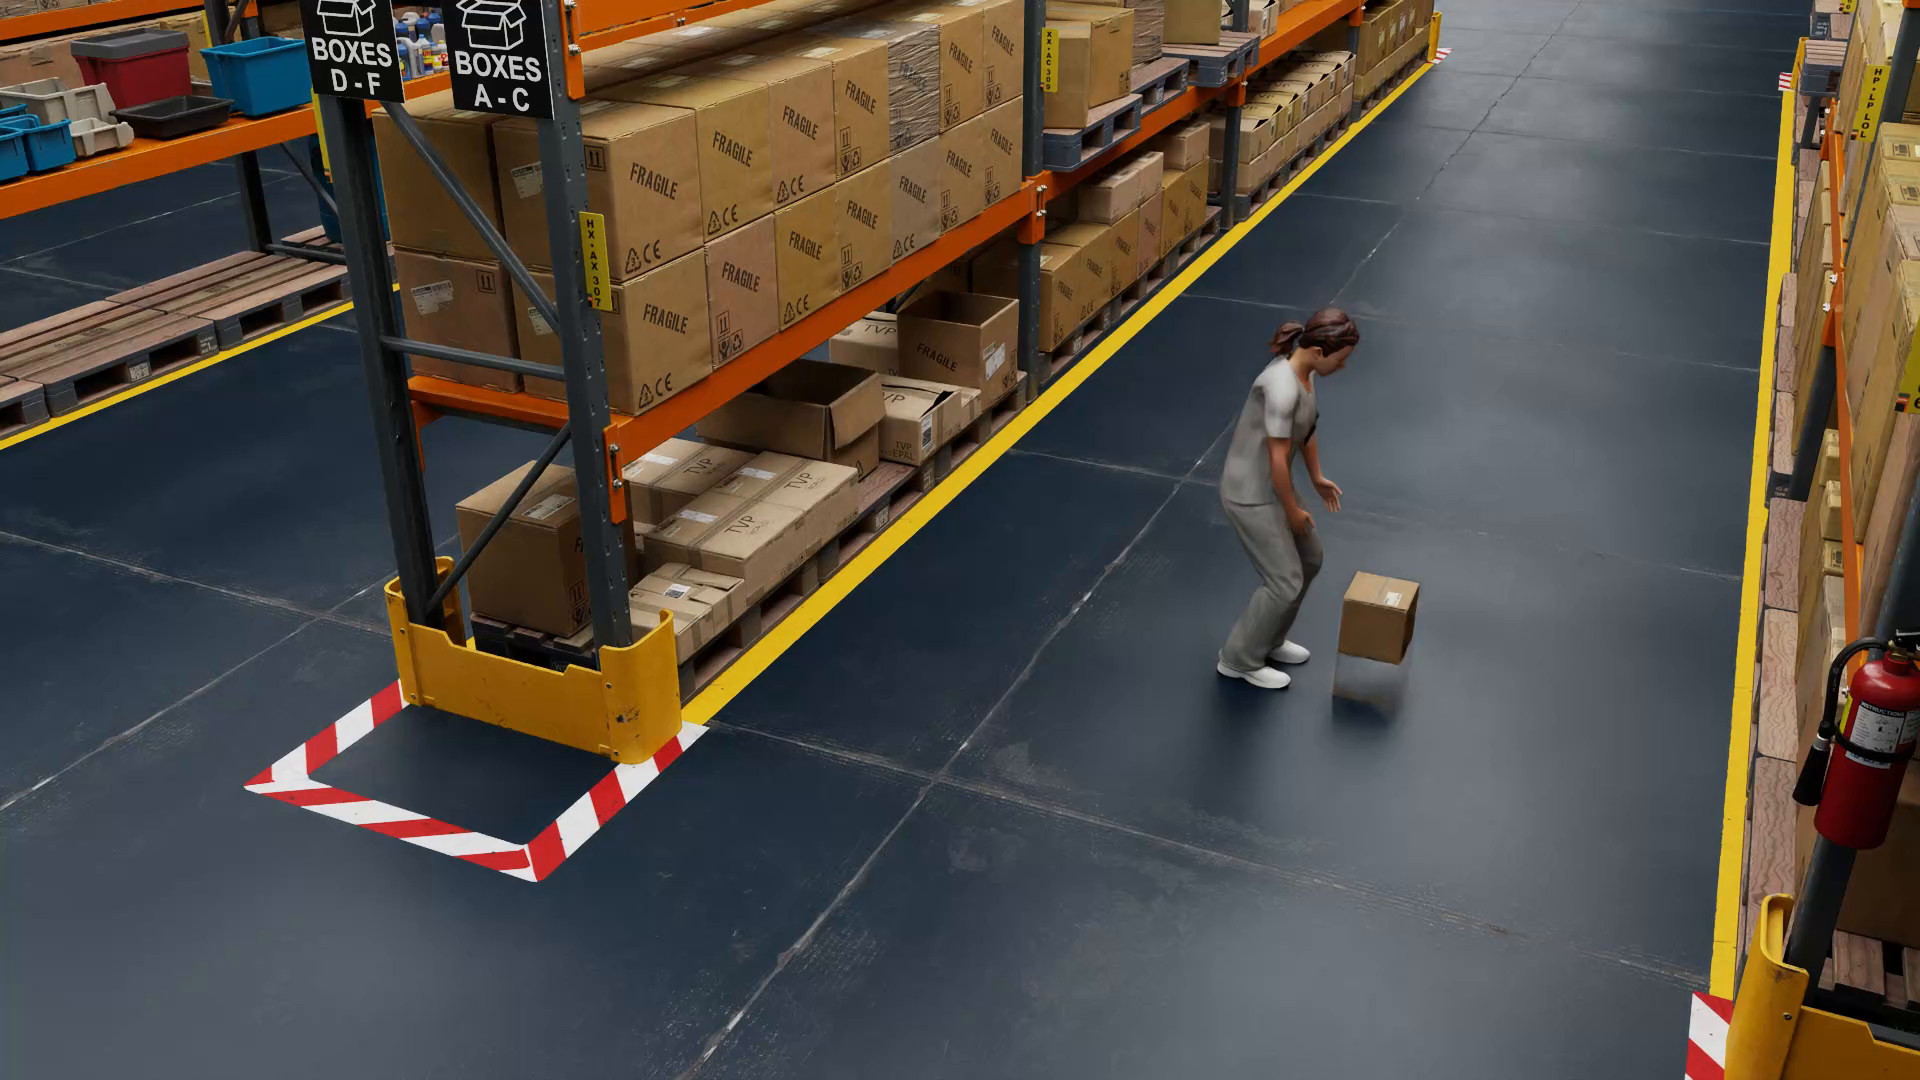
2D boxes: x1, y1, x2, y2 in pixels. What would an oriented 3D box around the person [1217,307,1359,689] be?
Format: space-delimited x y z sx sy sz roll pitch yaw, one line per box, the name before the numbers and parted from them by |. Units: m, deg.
person | 1.282 -0.185 6.616 0.467 1.573 0.475 12 29 23
